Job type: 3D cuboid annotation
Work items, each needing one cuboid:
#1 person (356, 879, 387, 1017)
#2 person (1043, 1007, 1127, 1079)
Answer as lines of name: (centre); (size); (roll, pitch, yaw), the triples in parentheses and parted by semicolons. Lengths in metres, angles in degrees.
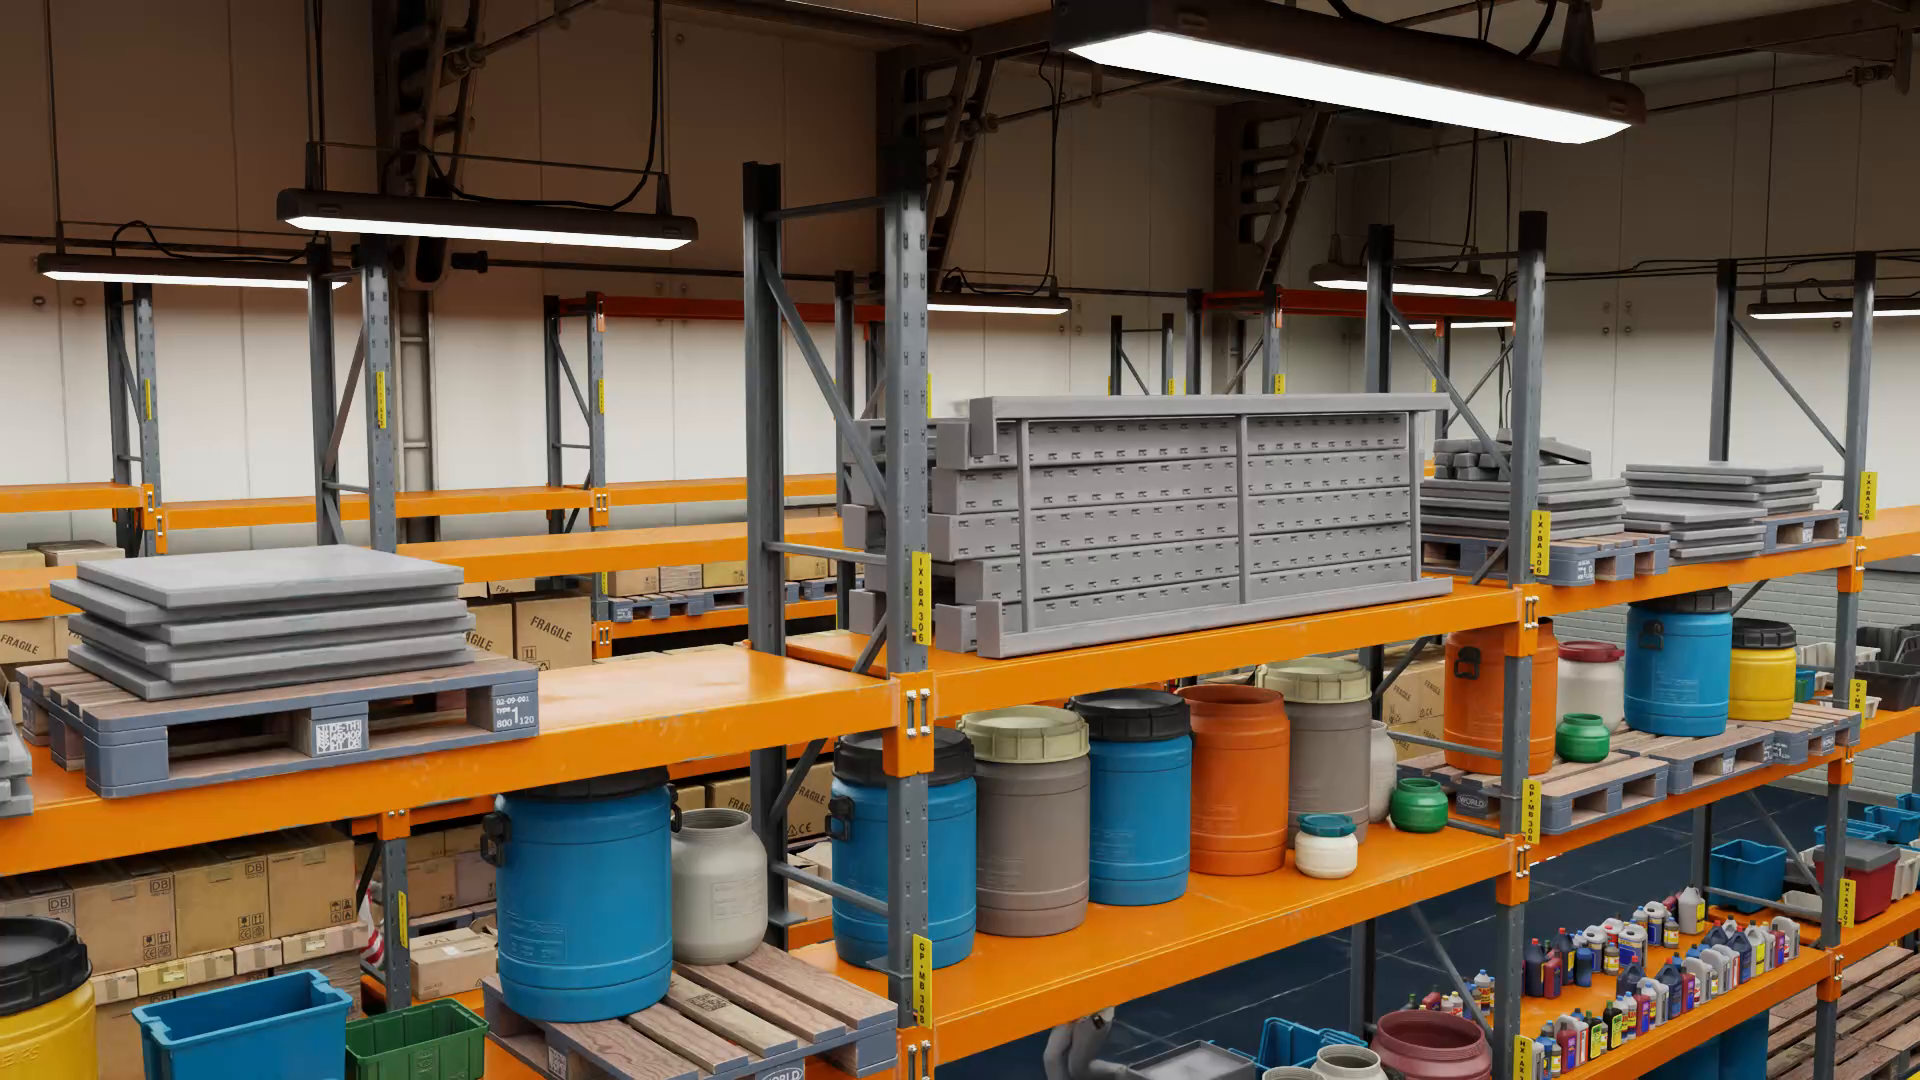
person: (-4.501, 3.109, 12.333); (0.724, 1.686, 0.810); (-1, 6, -11)
person: (0.919, 3.253, 11.453); (0.748, 1.641, 0.626); (-2, 6, -22)
